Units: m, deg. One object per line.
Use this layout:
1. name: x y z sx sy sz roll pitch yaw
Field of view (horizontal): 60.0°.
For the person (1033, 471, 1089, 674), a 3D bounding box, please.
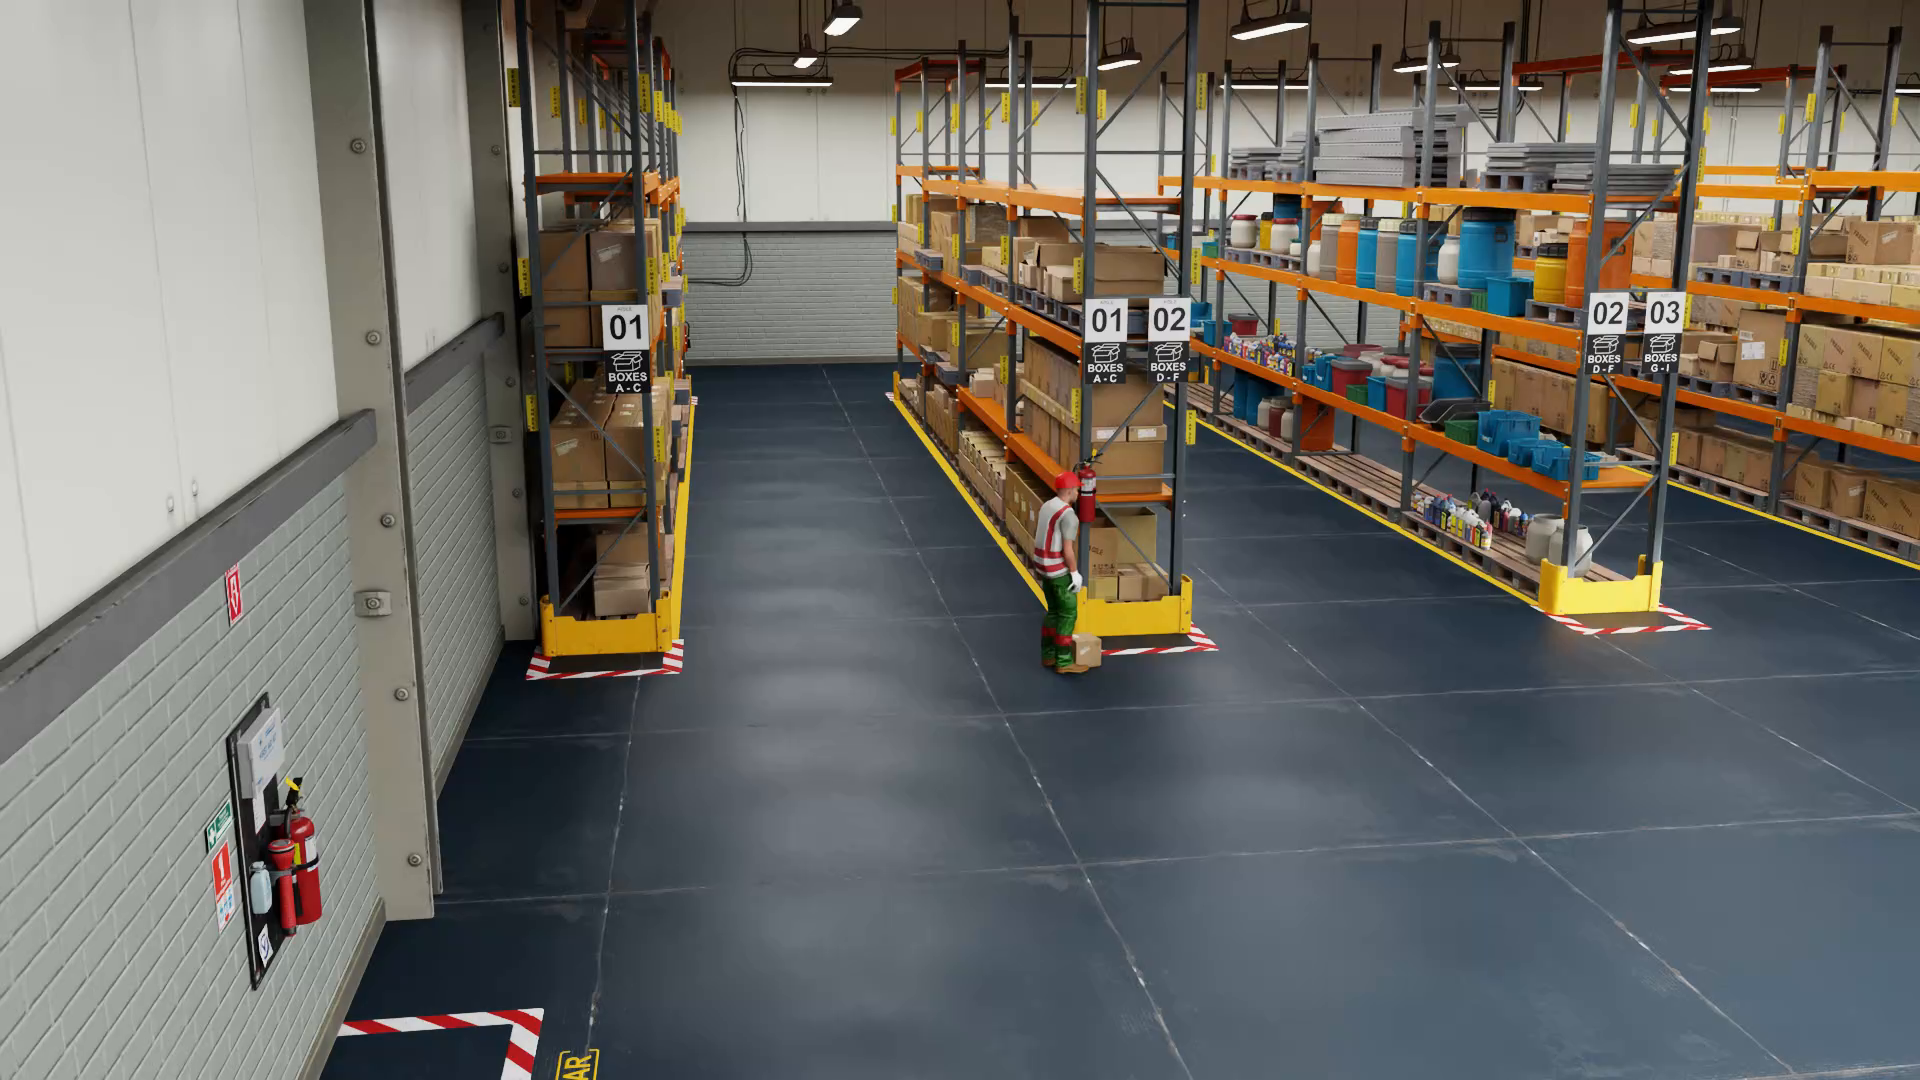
1. person: 0.898 0.275 14.761 0.451 1.778 0.600 -5 14 -22
